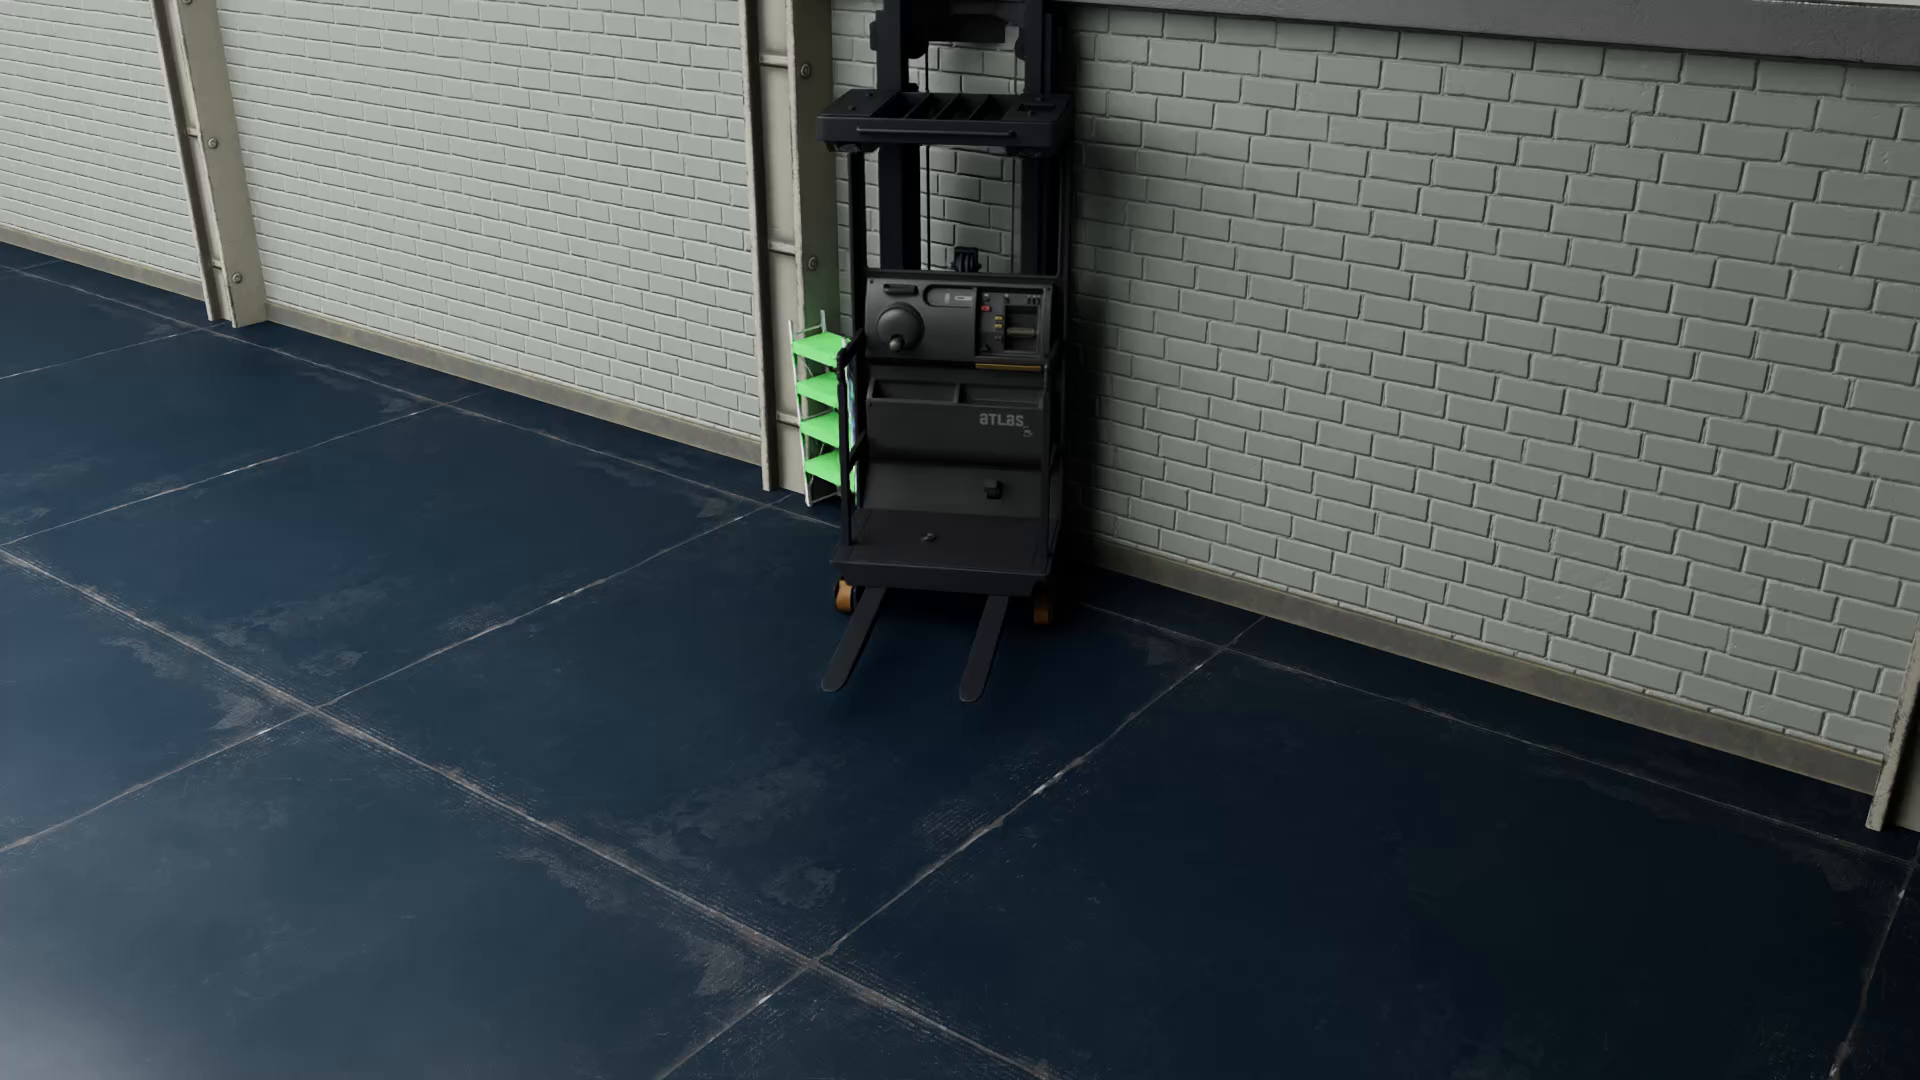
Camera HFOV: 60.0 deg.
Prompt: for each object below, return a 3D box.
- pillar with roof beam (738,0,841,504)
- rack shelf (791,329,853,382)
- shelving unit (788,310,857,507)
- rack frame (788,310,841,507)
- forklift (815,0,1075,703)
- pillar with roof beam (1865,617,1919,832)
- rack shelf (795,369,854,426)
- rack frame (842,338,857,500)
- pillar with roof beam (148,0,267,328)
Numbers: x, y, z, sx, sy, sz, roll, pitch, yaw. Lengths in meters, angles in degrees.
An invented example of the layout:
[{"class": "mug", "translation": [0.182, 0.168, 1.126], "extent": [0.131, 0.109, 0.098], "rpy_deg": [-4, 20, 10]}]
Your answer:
[{"class": "pillar with roof beam", "translation": [-3.514, -3.035, 4.977], "extent": [0.400, 9.000, 9.100], "rpy_deg": [17, 29, 33]}, {"class": "rack shelf", "translation": [-0.685, -1.015, 9.185], "extent": [0.258, 0.148, 0.480], "rpy_deg": [-23, 32, -35]}, {"class": "shelving unit", "translation": [-0.663, -0.641, 9.366], "extent": [0.258, 1.200, 0.503], "rpy_deg": [-23, 32, -35]}, {"class": "rack frame", "translation": [-0.824, -0.713, 9.535], "extent": [0.240, 1.200, 0.015], "rpy_deg": [-23, 32, -35]}, {"class": "forklift", "translation": [-0.037, -1.068, 8.039], "extent": [1.130, 2.935, 3.031], "rpy_deg": [3, 24, 8]}, {"class": "pillar with roof beam", "translation": [1.288, -1.584, 1.684], "extent": [0.400, 9.000, 9.100], "rpy_deg": [17, 29, 33]}, {"class": "rack shelf", "translation": [-0.673, -0.799, 9.289], "extent": [0.258, 0.148, 0.480], "rpy_deg": [-23, 32, -35]}, {"class": "rack frame", "translation": [-0.503, -0.569, 9.197], "extent": [0.240, 1.200, 0.015], "rpy_deg": [-23, 32, -35]}, {"class": "pillar with roof beam", "translation": [-8.315, -4.486, 8.270], "extent": [0.400, 9.000, 9.100], "rpy_deg": [17, 29, 33]}]
